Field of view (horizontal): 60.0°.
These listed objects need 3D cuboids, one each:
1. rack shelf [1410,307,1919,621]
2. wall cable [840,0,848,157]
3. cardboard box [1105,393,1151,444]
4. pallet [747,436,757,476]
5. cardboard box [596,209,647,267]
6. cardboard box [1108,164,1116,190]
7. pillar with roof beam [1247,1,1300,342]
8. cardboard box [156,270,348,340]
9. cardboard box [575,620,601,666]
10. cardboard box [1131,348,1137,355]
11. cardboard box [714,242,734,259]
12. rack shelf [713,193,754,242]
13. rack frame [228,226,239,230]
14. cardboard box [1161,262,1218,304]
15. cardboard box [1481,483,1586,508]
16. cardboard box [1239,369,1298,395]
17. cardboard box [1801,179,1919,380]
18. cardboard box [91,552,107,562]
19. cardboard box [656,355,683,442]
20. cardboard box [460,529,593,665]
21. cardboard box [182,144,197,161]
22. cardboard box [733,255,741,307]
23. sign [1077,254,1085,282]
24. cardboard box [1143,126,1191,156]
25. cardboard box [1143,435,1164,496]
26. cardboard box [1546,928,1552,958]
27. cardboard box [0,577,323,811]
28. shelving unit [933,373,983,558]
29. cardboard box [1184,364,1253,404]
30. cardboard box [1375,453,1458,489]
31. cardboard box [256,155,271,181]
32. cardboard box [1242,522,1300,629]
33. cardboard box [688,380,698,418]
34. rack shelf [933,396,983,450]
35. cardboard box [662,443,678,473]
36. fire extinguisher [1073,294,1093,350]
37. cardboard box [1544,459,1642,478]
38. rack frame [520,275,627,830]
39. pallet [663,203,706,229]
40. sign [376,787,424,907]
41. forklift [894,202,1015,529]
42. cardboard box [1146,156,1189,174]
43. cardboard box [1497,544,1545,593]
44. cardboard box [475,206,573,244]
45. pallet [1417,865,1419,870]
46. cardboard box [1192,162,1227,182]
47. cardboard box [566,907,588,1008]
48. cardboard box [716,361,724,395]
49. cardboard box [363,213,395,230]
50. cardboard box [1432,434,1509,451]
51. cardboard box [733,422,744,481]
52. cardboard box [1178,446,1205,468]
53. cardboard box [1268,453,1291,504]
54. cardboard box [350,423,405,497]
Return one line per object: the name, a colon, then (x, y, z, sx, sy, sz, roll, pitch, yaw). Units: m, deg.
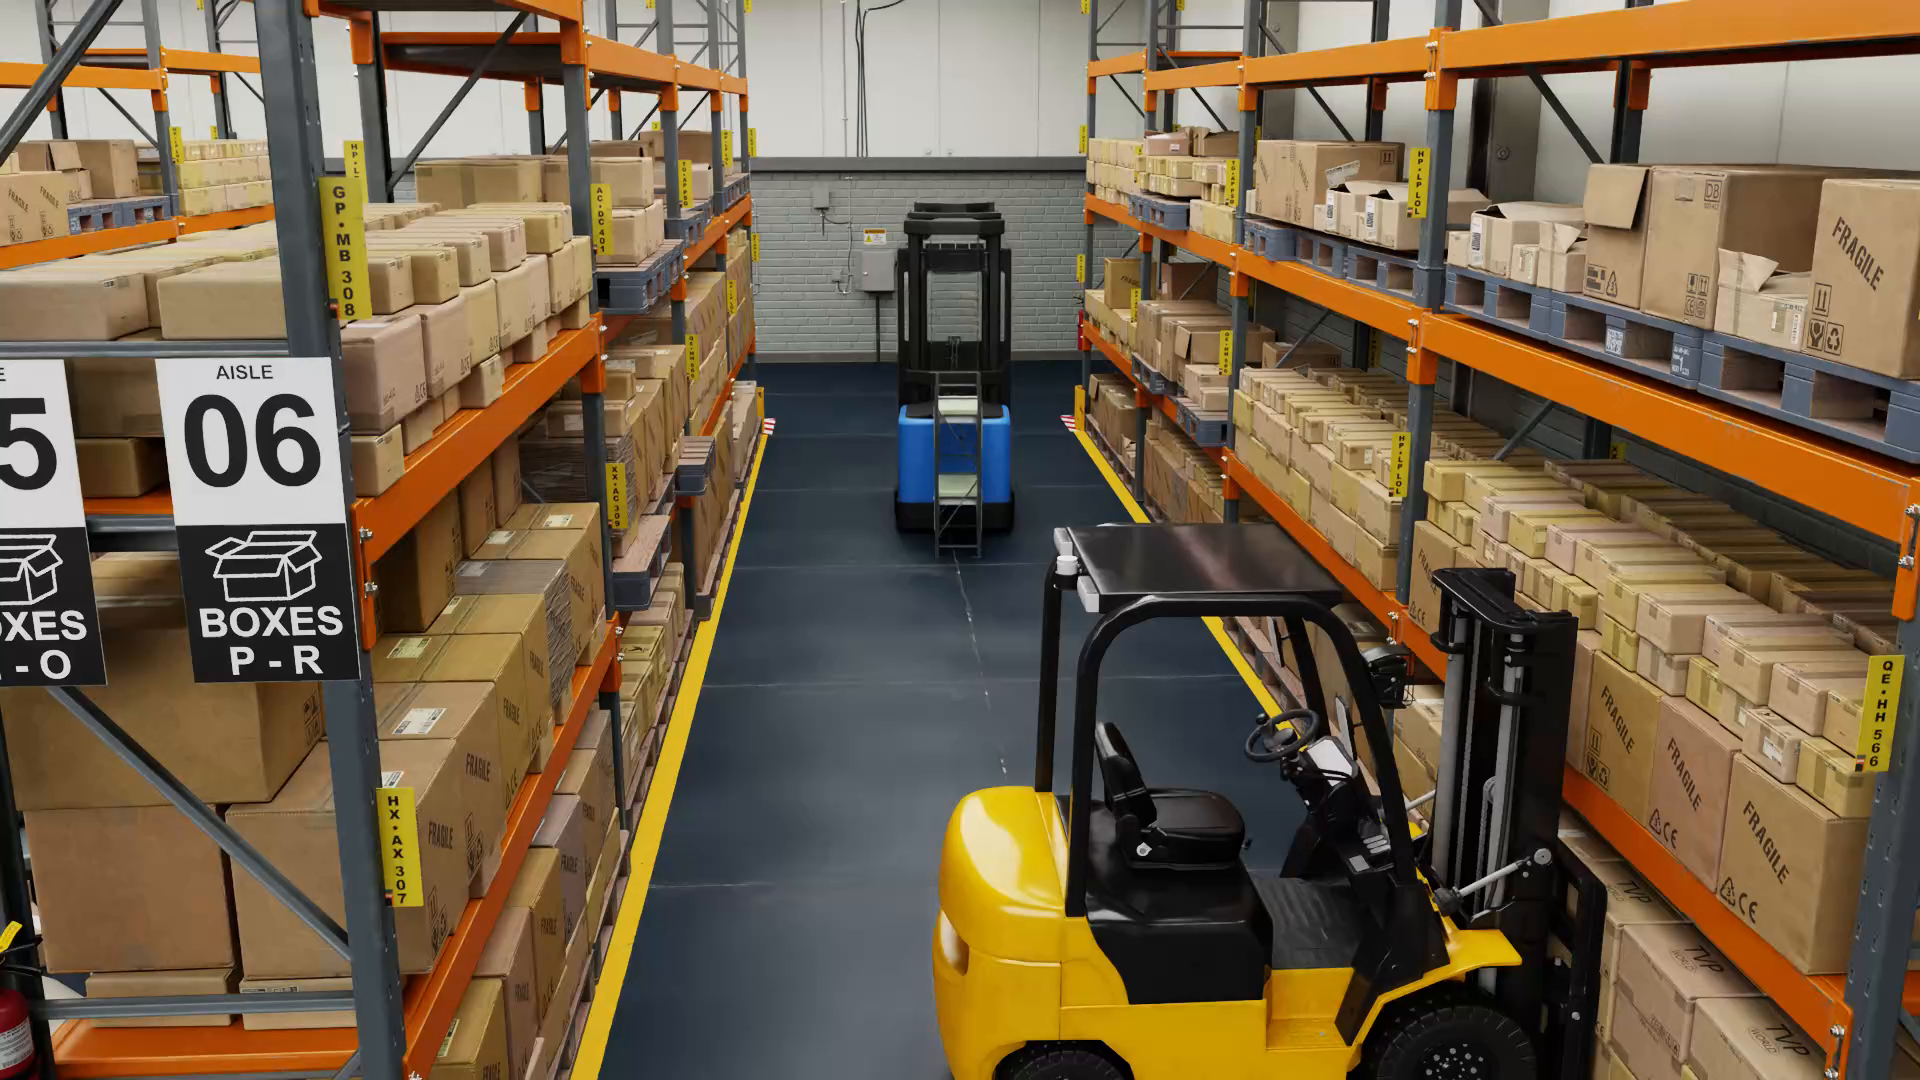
rack shelf: (2.861, -0.469, 6.254, 1.077, 0.370, 4.000, -1, 14, -3)
wall cable: (-2.843, -7.096, 24.545, 2.355, 3.000, 0.029, -1, 14, -3)
cardboard box: (1.884, -1.340, 18.387, 0.500, 0.500, 0.500, -1, 14, -2)
pallet: (-2.760, -0.918, 18.172, 1.003, 0.211, 1.213, -1, 14, -3)
cardboard box: (-1.853, -1.520, 8.351, 0.500, 0.250, 0.500, -1, 14, -5)
cardboard box: (1.875, -3.874, 17.749, 0.500, 0.250, 0.500, -1, 14, -4)
pillar with roof beam: (-1.199, -4.878, 15.925, 9.100, 9.000, 0.400, -1, 14, -3)
cardboard box: (-1.788, -0.599, 4.217, 0.380, 0.149, 0.250, -1, 14, -4)
cardboard box: (-1.870, 0.474, 7.668, 0.380, 0.149, 0.250, -1, 14, -2)
cardboard box: (1.932, -1.870, 16.779, 0.380, 0.149, 0.250, 0, 14, -2)
cardboard box: (-2.505, -2.959, 16.999, 0.380, 0.149, 0.250, -1, 14, -5)
rack shelf: (-2.836, -3.376, 17.552, 1.077, 0.370, 4.000, -1, 14, -3)
rack frame: (-7.895, -2.668, 19.374, 1.000, 3.000, 0.127, -1, 14, -3)
cardboard box: (2.415, -2.661, 17.548, 0.500, 0.500, 0.500, -1, 14, -5)
cardboard box: (2.592, -0.158, 7.522, 0.380, 0.149, 0.250, -1, 14, -4)
cardboard box: (2.215, -1.136, 11.919, 0.380, 0.149, 0.250, 0, 14, -2)
cardboard box: (2.714, -0.727, 4.567, 0.500, 0.500, 0.500, 0, 14, -2)
cardboard box: (-7.259, -0.103, 13.581, 0.500, 0.500, 0.500, -1, 14, -5)
cardboard box: (-2.116, -0.938, 11.013, 0.500, 0.500, 0.500, -1, 14, -4)
cardboard box: (-1.902, 0.257, 7.209, 0.500, 0.500, 0.500, 0, 14, -2)
cardboard box: (-7.407, -3.632, 15.602, 0.380, 0.149, 0.250, -2, 15, -6)
cardboard box: (-2.546, -2.682, 17.225, 0.500, 0.500, 0.500, -1, 14, -2)
sign: (1.452, -3.258, 19.930, 0.100, 0.325, 0.005, -1, 14, -3)
cardboard box: (1.912, -3.699, 15.396, 0.396, 0.266, 0.258, -1, 14, -4)
cardboard box: (2.047, -0.721, 15.982, 0.500, 0.500, 0.500, 0, 14, -1)
cardboard box: (2.542, 1.525, 6.752, 0.500, 0.250, 0.500, -1, 14, -4)
cardboard box: (-2.219, 0.410, 4.610, 0.700, 0.500, 0.500, -1, 14, -5)
shelving unit: (-0.018, -0.662, 14.591, 0.431, 1.500, 0.755, 0, 14, 0)
cardboard box: (2.101, -1.245, 13.305, 0.500, 0.250, 0.500, -2, 15, -6)
cardboard box: (2.460, -0.370, 8.943, 0.380, 0.149, 0.250, -1, 14, -4)
cardboard box: (-7.550, -3.925, 17.538, 0.500, 0.250, 0.500, -1, 14, -3)
cardboard box: (2.514, 0.245, 11.978, 0.875, 0.625, 0.625, 0, 14, -2)
cardboard box: (-2.250, -1.079, 12.497, 0.500, 0.250, 0.500, -1, 14, -4)
rack shelf: (-0.018, -1.040, 14.493, 0.431, 0.370, 0.720, 0, 14, 0)
cardboard box: (-2.022, -0.525, 10.708, 0.380, 0.149, 0.250, -1, 14, -2)
fire extinguisher: (1.523, -2.658, 20.241, 0.296, 0.674, 0.183, -1, 14, -3)
cardboard box: (3.058, -0.294, 8.051, 0.380, 0.149, 0.250, -1, 14, -3)
rack frame: (-2.217, 0.215, 8.170, 1.000, 3.000, 0.127, -1, 14, -3)
pallet: (-2.630, -2.578, 13.386, 1.003, 0.211, 1.213, 0, 14, -1)
sign: (-1.428, 0.782, 4.228, 0.100, 0.325, 0.005, -1, 14, -3)
forklift: (-0.053, -1.832, 16.264, 1.130, 2.935, 3.031, 0, 14, 0)
cardboard box: (1.883, -3.369, 14.944, 0.380, 0.149, 0.250, -1, 14, -4)
cardboard box: (2.512, 0.115, 7.057, 0.380, 0.149, 0.250, -1, 14, -4)
cardboard box: (-1.887, -1.363, 7.188, 0.380, 0.149, 0.250, -1, 14, -5)
pallet: (2.744, 1.687, 8.048, 1.003, 0.211, 1.213, -1, 14, -3)
cardboard box: (2.092, -2.978, 13.465, 0.380, 0.149, 0.250, -1, 14, -3)
cardboard box: (-1.842, 1.745, 6.899, 0.500, 0.250, 0.500, -1, 14, -3)
cardboard box: (-2.403, -1.467, 15.011, 0.500, 0.250, 0.500, -1, 14, -4)
cardboard box: (-2.481, -1.223, 6.643, 0.380, 0.149, 0.250, -1, 14, -4)
cardboard box: (2.914, -0.508, 9.480, 0.380, 0.149, 0.250, -1, 14, -4)
cardboard box: (-2.644, -0.895, 16.783, 0.875, 0.438, 0.875, -1, 14, -4)
cardboard box: (2.141, -0.742, 14.761, 0.380, 0.149, 0.250, 0, 14, -1)
cardboard box: (2.338, -0.417, 10.929, 0.500, 0.250, 0.500, -1, 14, -5)
cardboard box: (-1.666, -0.208, 4.301, 0.380, 0.149, 0.250, -1, 14, -3)
